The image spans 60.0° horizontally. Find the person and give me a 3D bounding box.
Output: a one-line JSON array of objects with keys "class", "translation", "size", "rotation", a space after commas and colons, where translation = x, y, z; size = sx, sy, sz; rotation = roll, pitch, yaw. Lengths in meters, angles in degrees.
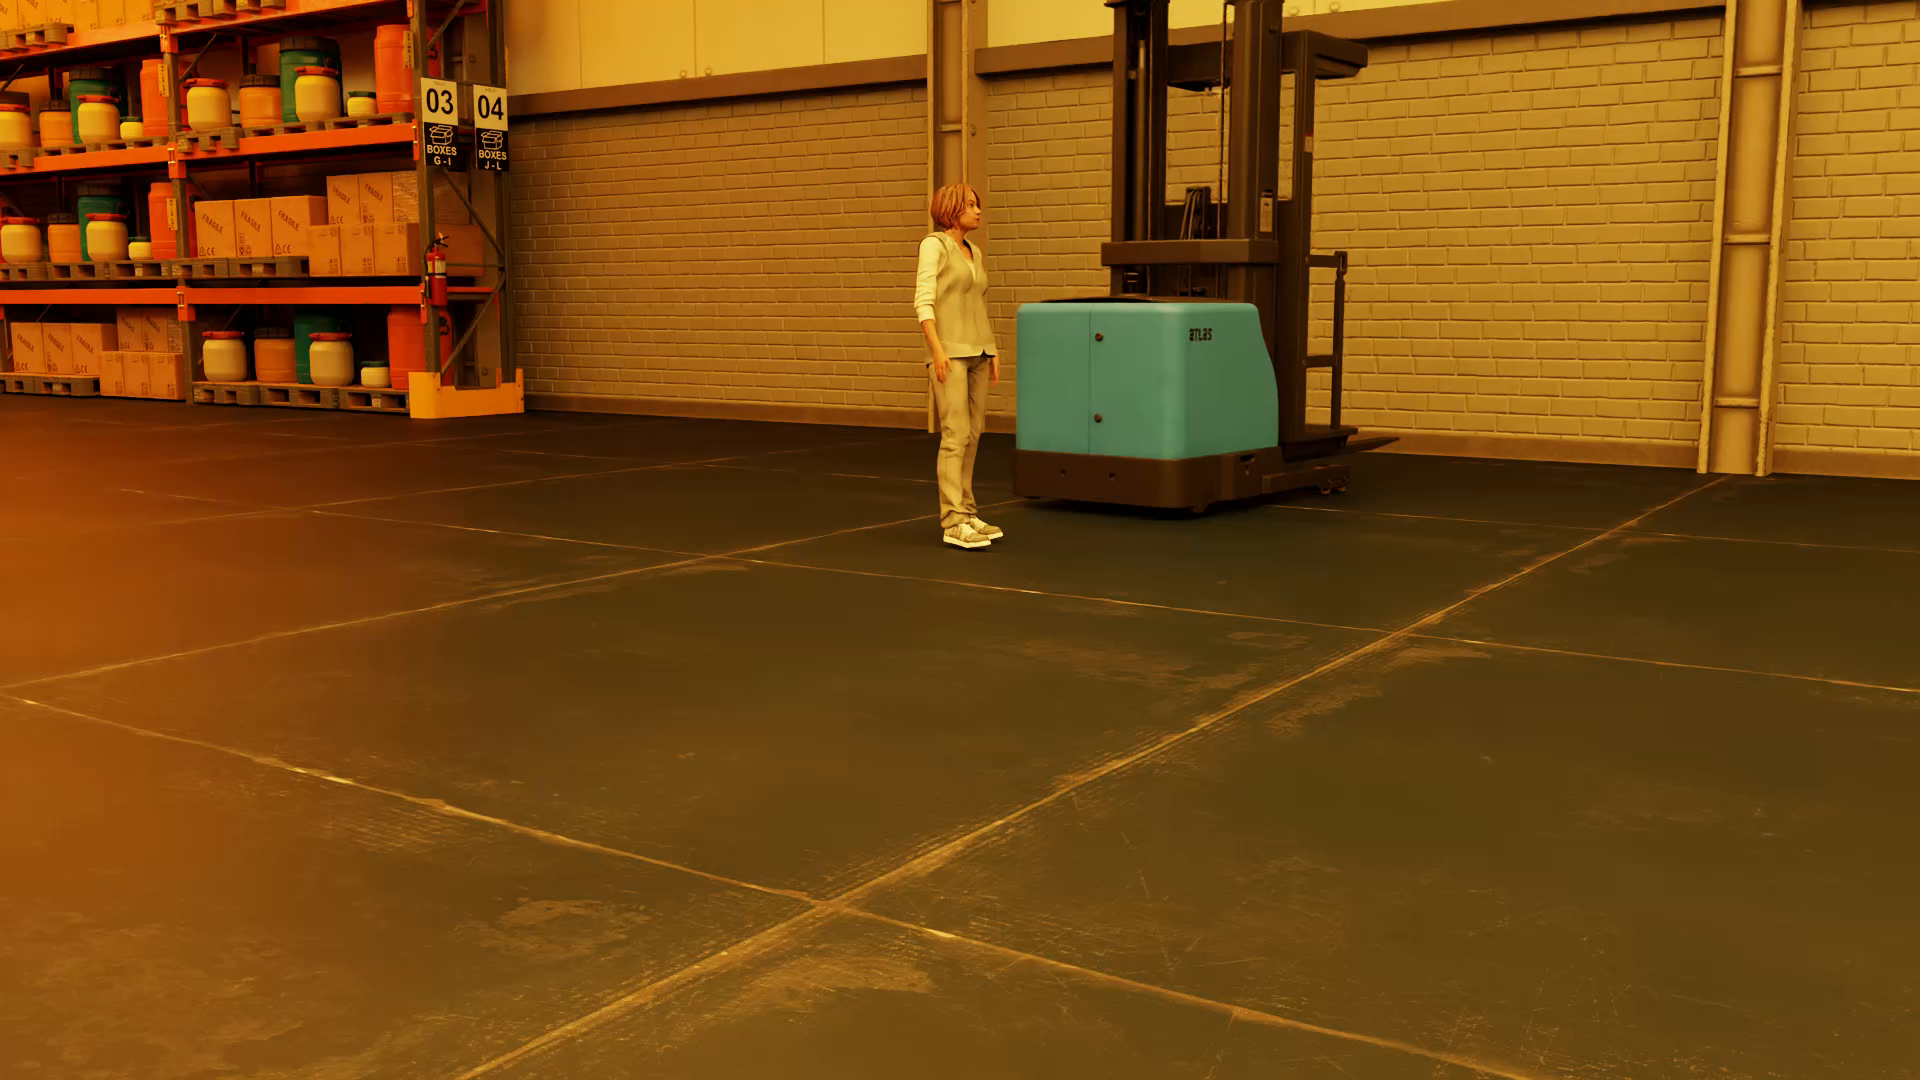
[{"class": "person", "translation": [0.053, -0.783, 7.438], "size": [0.474, 1.583, 0.519], "rotation": [5, 10, 34]}]

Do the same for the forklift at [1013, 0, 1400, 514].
[{"class": "forklift", "translation": [1.593, -1.742, 9.441], "size": [1.130, 2.935, 3.031], "rotation": [6, 10, 38]}]
